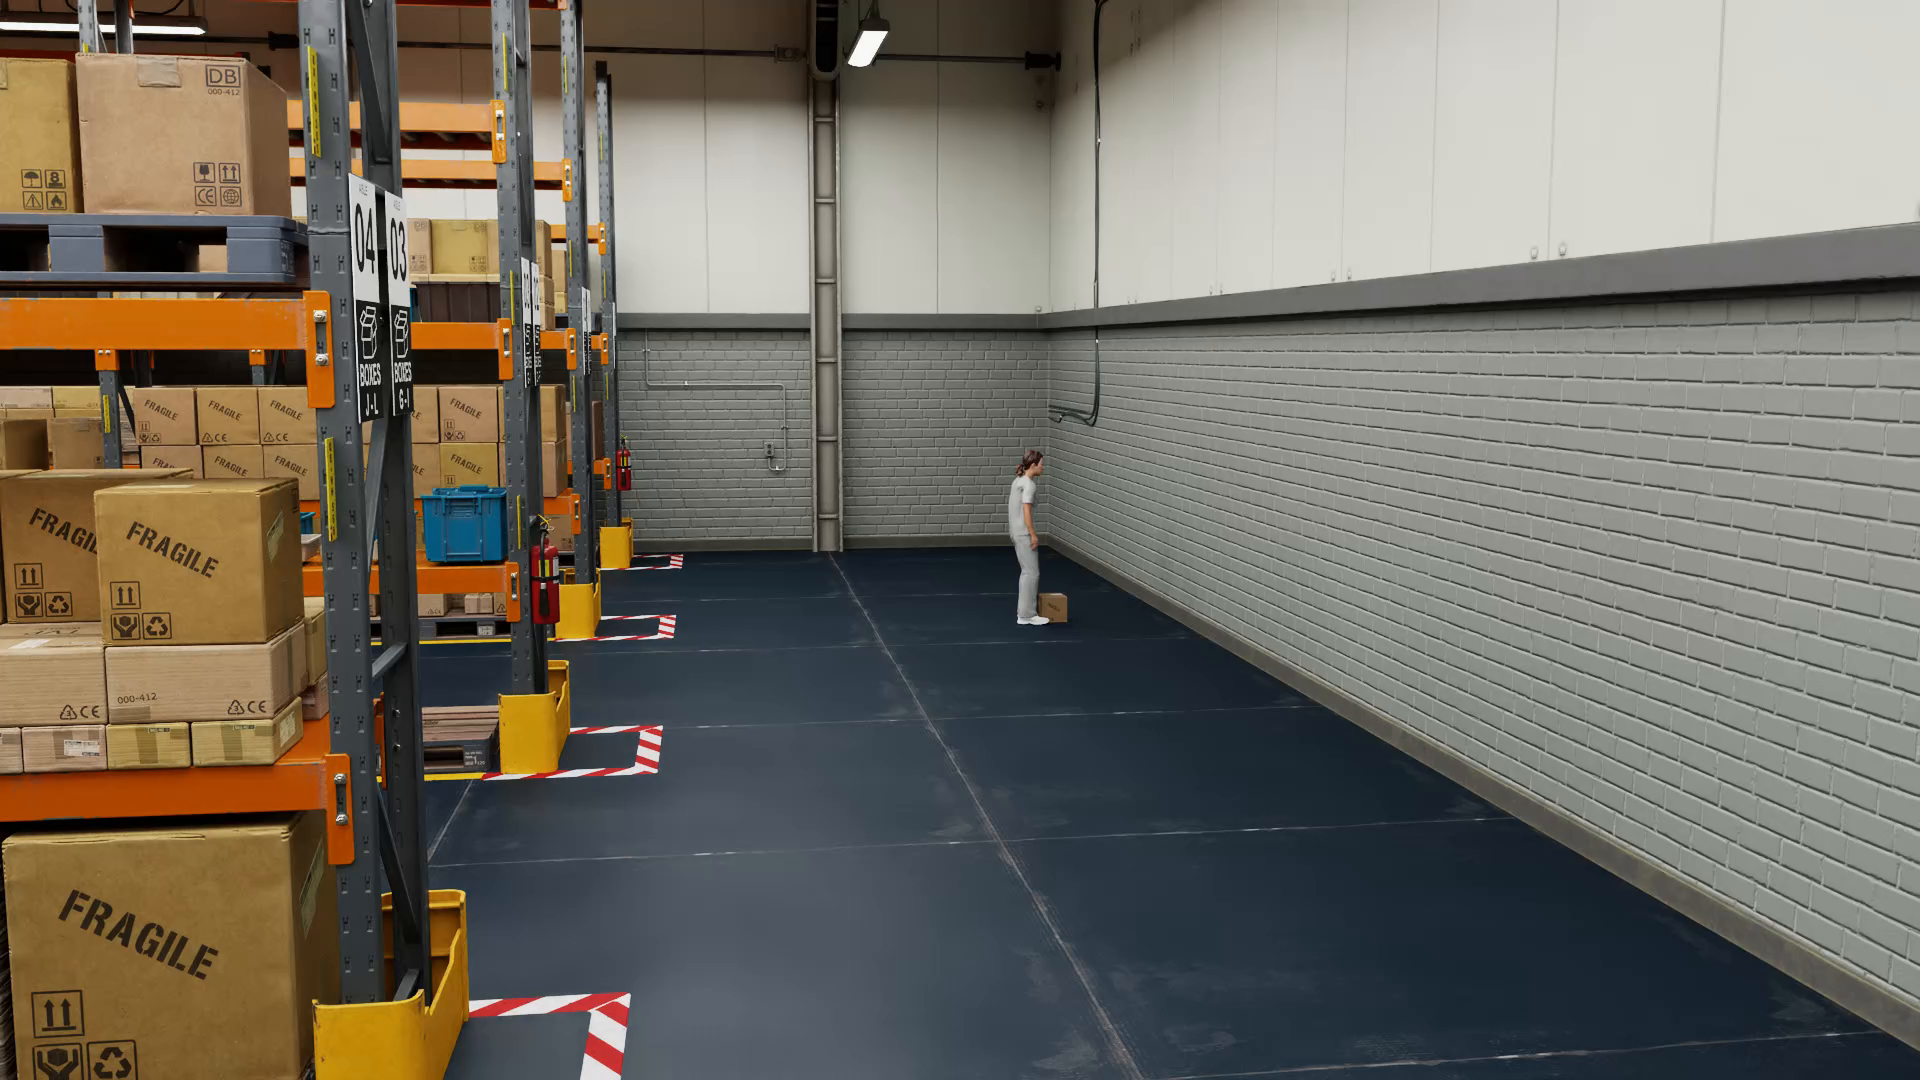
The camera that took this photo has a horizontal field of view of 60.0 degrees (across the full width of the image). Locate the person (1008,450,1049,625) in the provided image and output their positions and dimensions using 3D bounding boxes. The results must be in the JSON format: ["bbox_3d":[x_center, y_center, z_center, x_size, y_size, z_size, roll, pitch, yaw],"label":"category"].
[{"bbox_3d":[0.679,-0.037,16.126,0.407,1.673,0.485,-1,7,-8],"label":"person"}]
